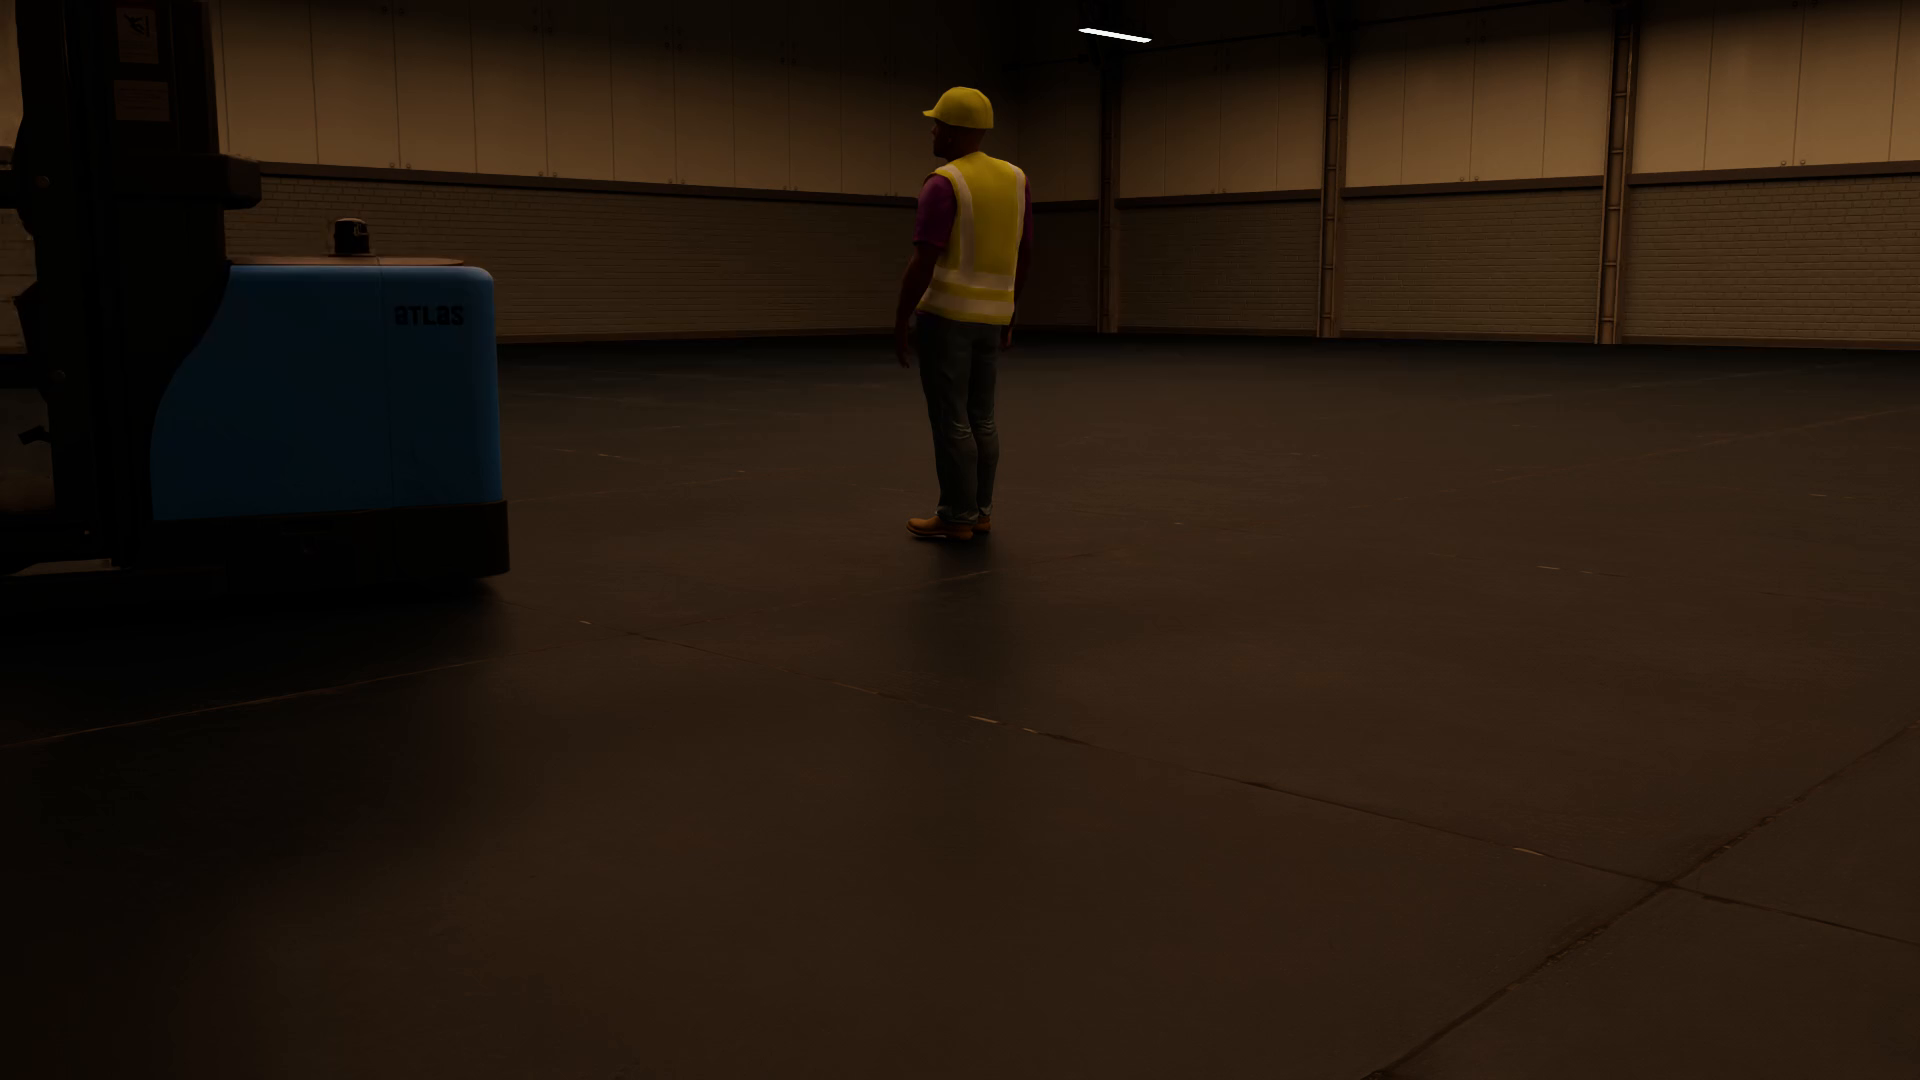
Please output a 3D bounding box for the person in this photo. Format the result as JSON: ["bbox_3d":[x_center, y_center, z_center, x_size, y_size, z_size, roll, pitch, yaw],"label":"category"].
[{"bbox_3d":[-0.046,-0.888,6.637,0.577,1.765,0.666,8,12,43],"label":"person"}]

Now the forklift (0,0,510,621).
[{"bbox_3d":[-3.059,-1.237,5.088,3.031,2.935,1.130,-4,10,-26],"label":"forklift"}]
